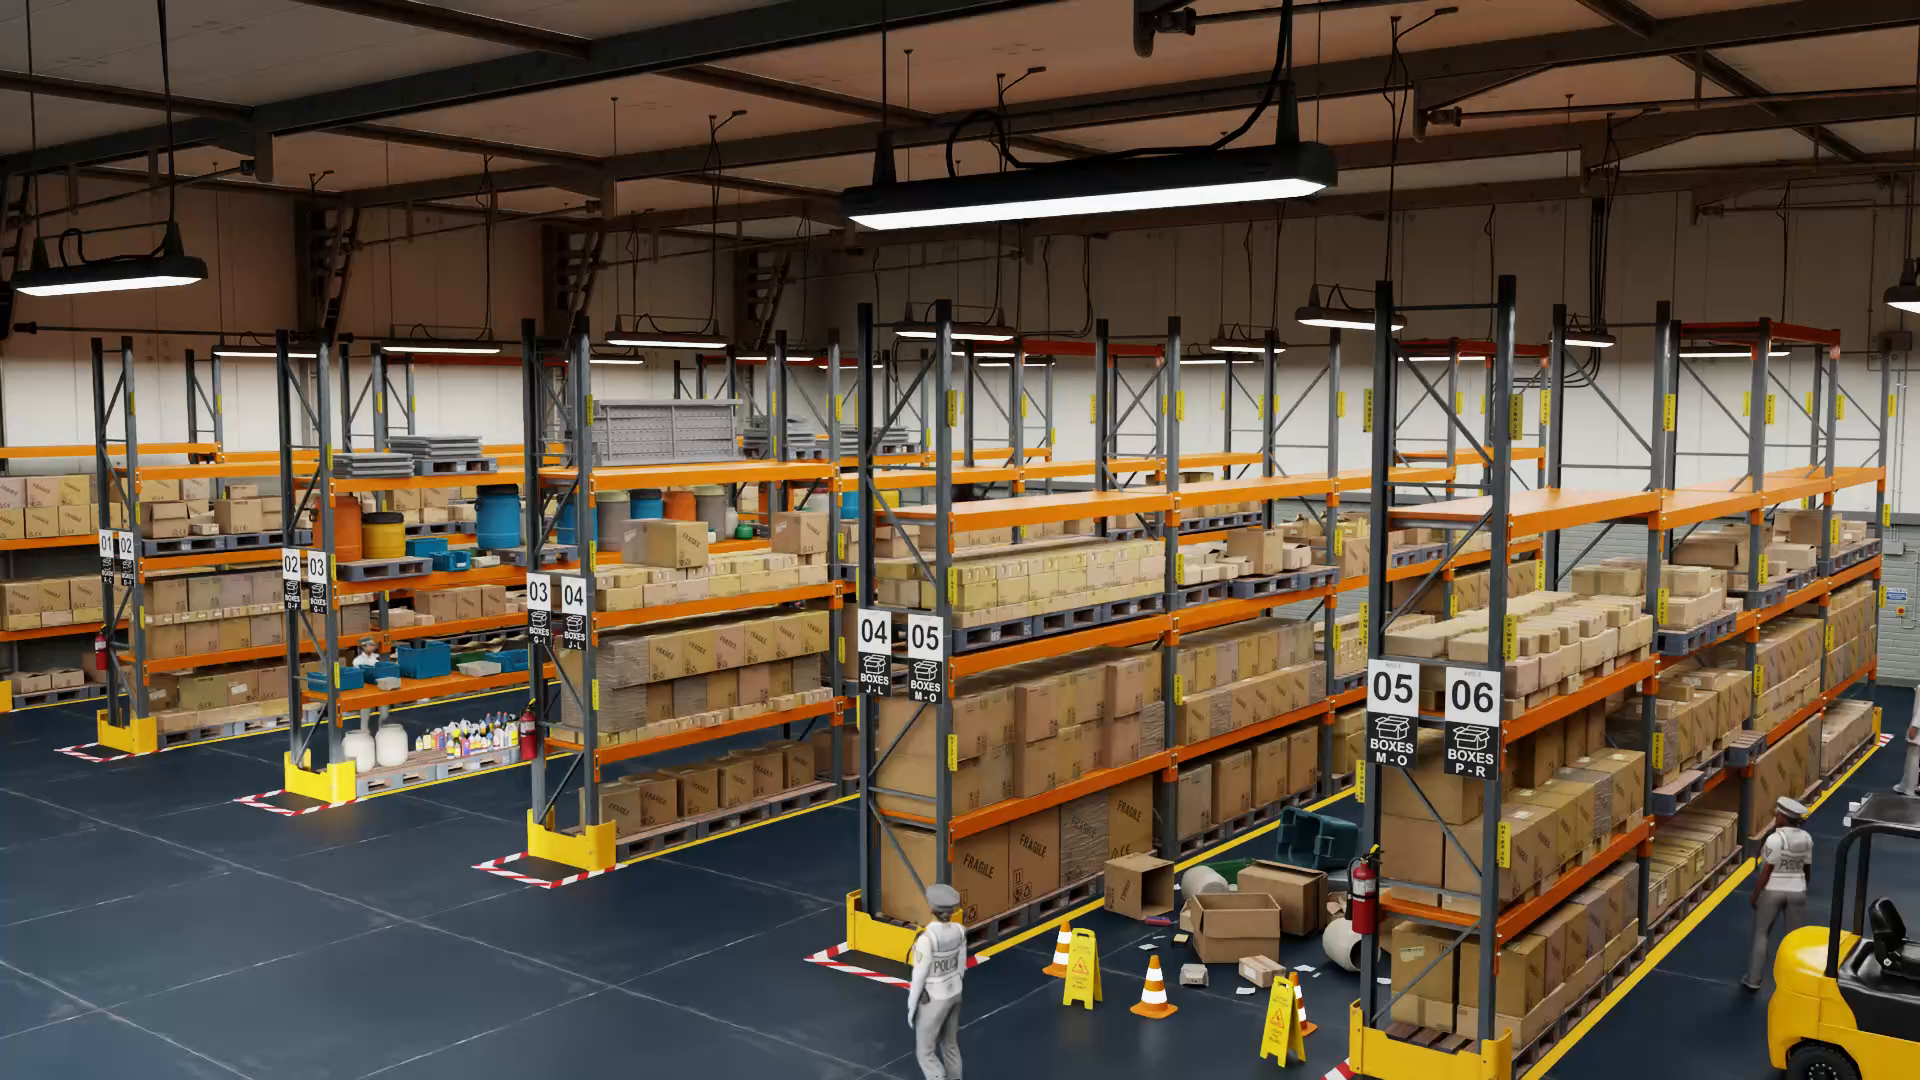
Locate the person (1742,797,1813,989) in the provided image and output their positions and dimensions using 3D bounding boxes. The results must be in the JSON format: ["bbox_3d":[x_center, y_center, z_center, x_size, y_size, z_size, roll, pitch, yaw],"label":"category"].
[{"bbox_3d":[7.130,3.080,14.469,0.535,1.692,0.352,0,5,2],"label":"person"}]

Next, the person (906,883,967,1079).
[{"bbox_3d":[-0.157,3.298,11.891,0.396,1.694,0.545,3,6,28],"label":"person"}]

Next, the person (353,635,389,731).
[{"bbox_3d":[-8.586,2.226,24.247,0.543,1.702,0.464,-4,6,-38],"label":"person"}]

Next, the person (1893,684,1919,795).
[{"bbox_3d":[12.456,2.416,21.513,0.632,1.793,0.500,-2,6,-25],"label":"person"}]
